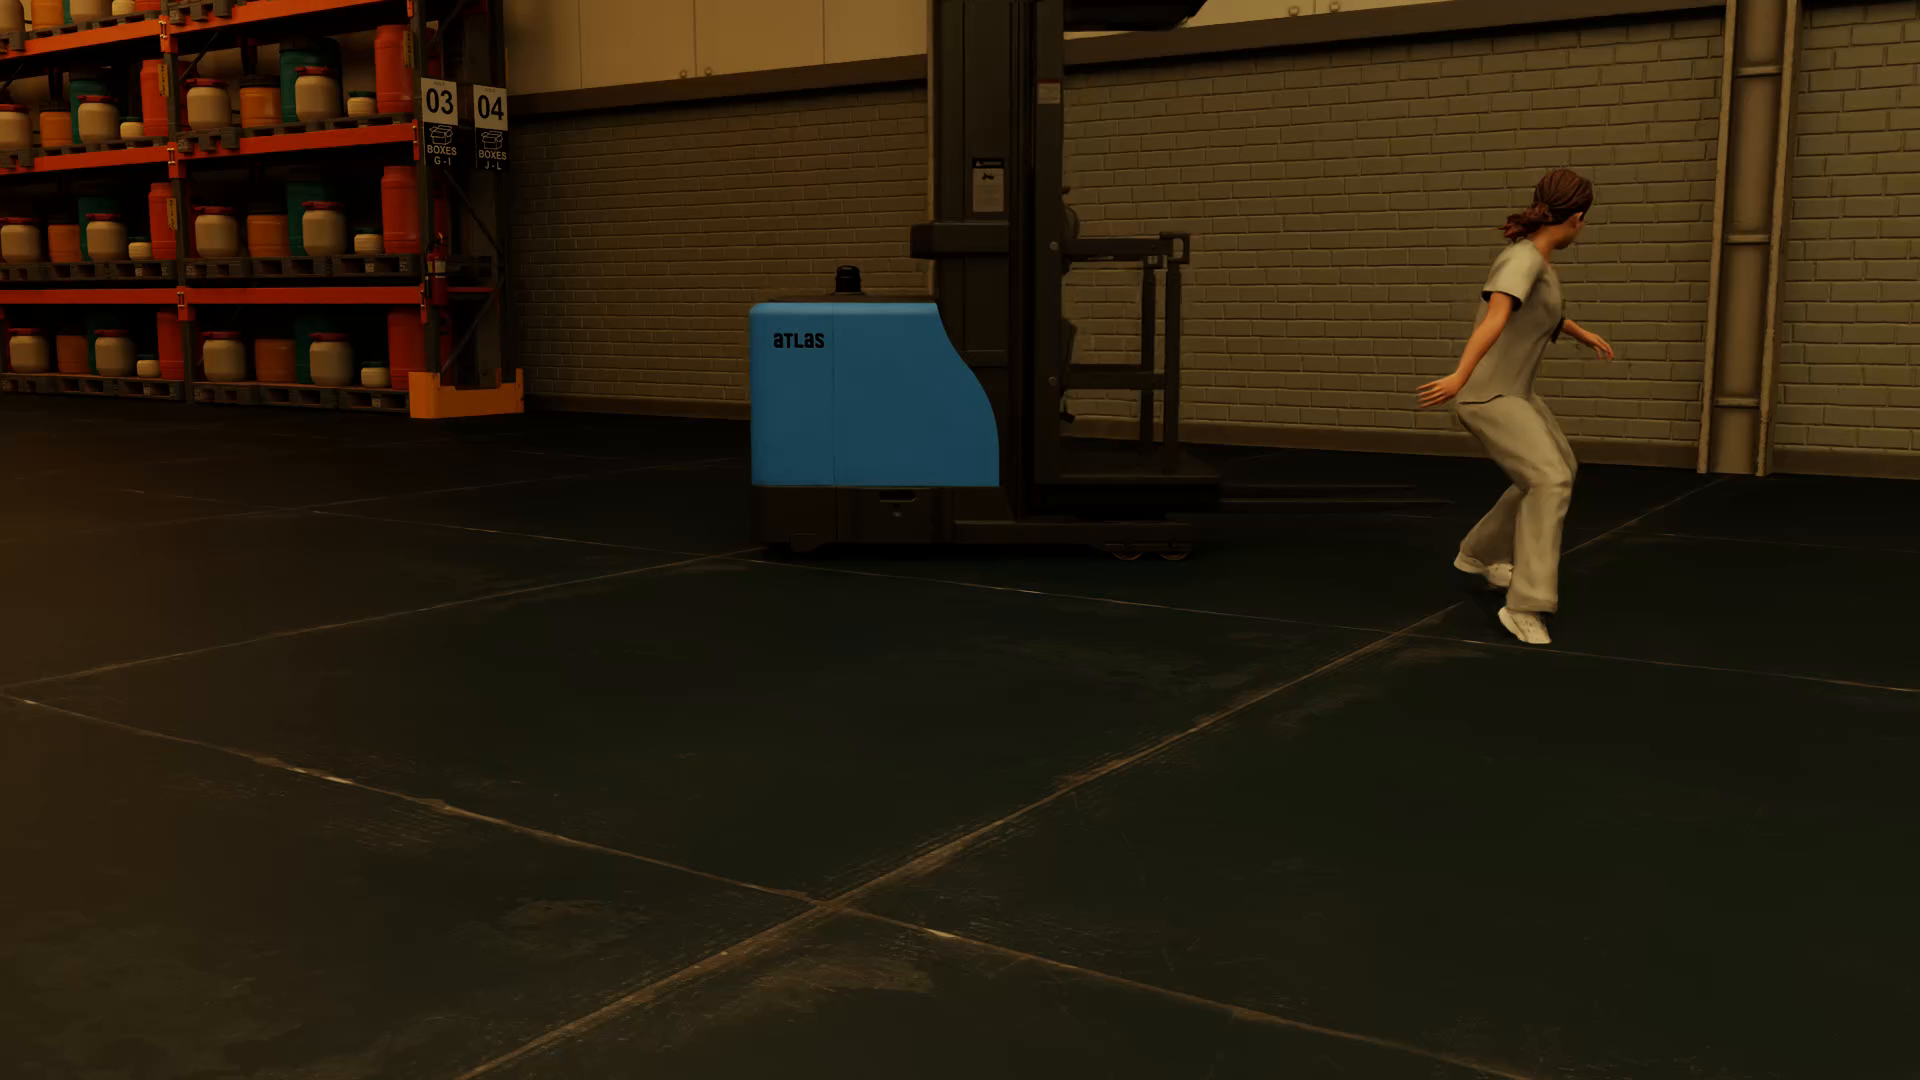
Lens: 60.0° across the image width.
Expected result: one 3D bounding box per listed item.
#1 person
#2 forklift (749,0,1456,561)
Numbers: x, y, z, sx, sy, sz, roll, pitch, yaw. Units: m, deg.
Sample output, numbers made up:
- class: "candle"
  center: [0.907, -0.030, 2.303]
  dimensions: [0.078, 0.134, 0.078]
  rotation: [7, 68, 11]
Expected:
- class: "person"
  center: [1.904, -0.435, 5.666]
  dimensions: [0.525, 1.624, 0.989]
  rotation: [4, 9, 25]
- class: "forklift"
  center: [0.622, -1.439, 7.312]
  dimensions: [3.031, 2.935, 1.130]
  rotation: [0, 8, 1]
